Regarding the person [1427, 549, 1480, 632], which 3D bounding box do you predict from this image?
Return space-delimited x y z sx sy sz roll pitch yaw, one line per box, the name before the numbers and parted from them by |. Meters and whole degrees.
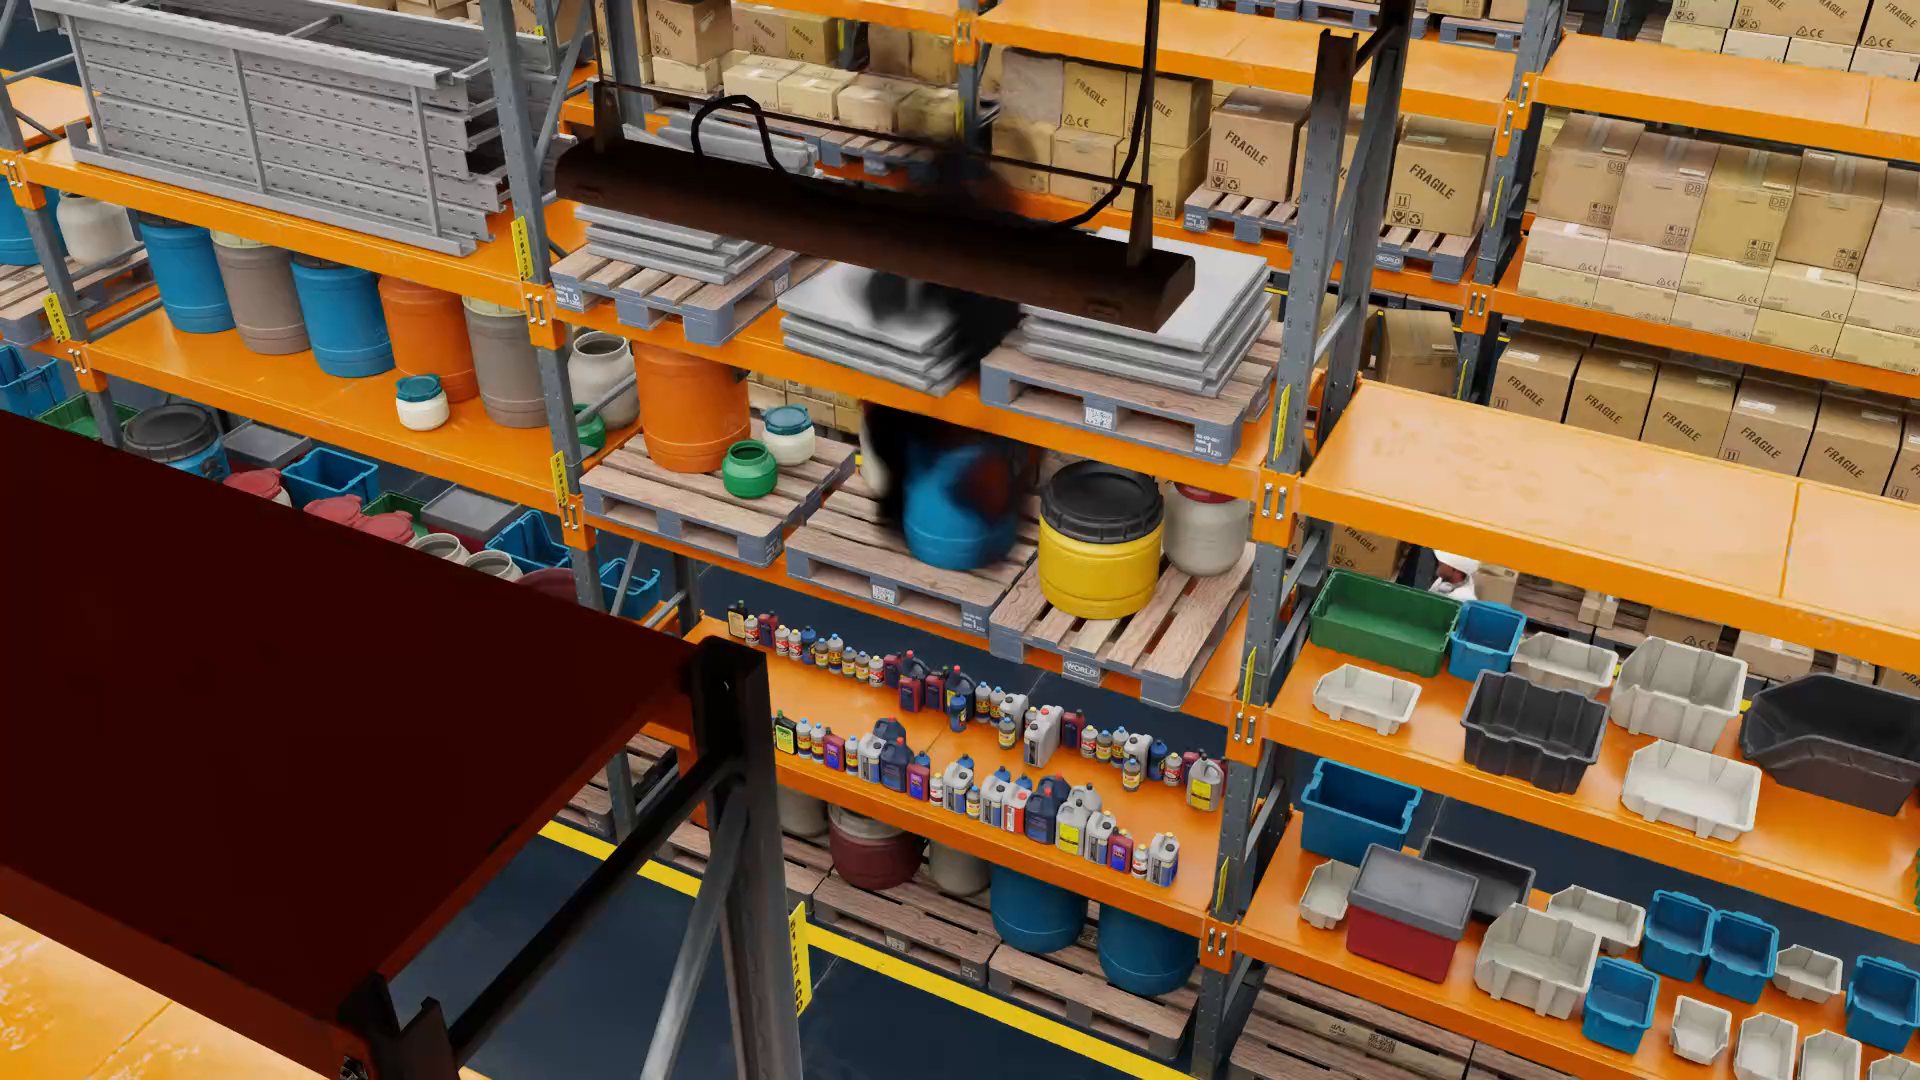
person | 3.277 0.749 11.210 0.969 1.768 0.652 9 36 13
